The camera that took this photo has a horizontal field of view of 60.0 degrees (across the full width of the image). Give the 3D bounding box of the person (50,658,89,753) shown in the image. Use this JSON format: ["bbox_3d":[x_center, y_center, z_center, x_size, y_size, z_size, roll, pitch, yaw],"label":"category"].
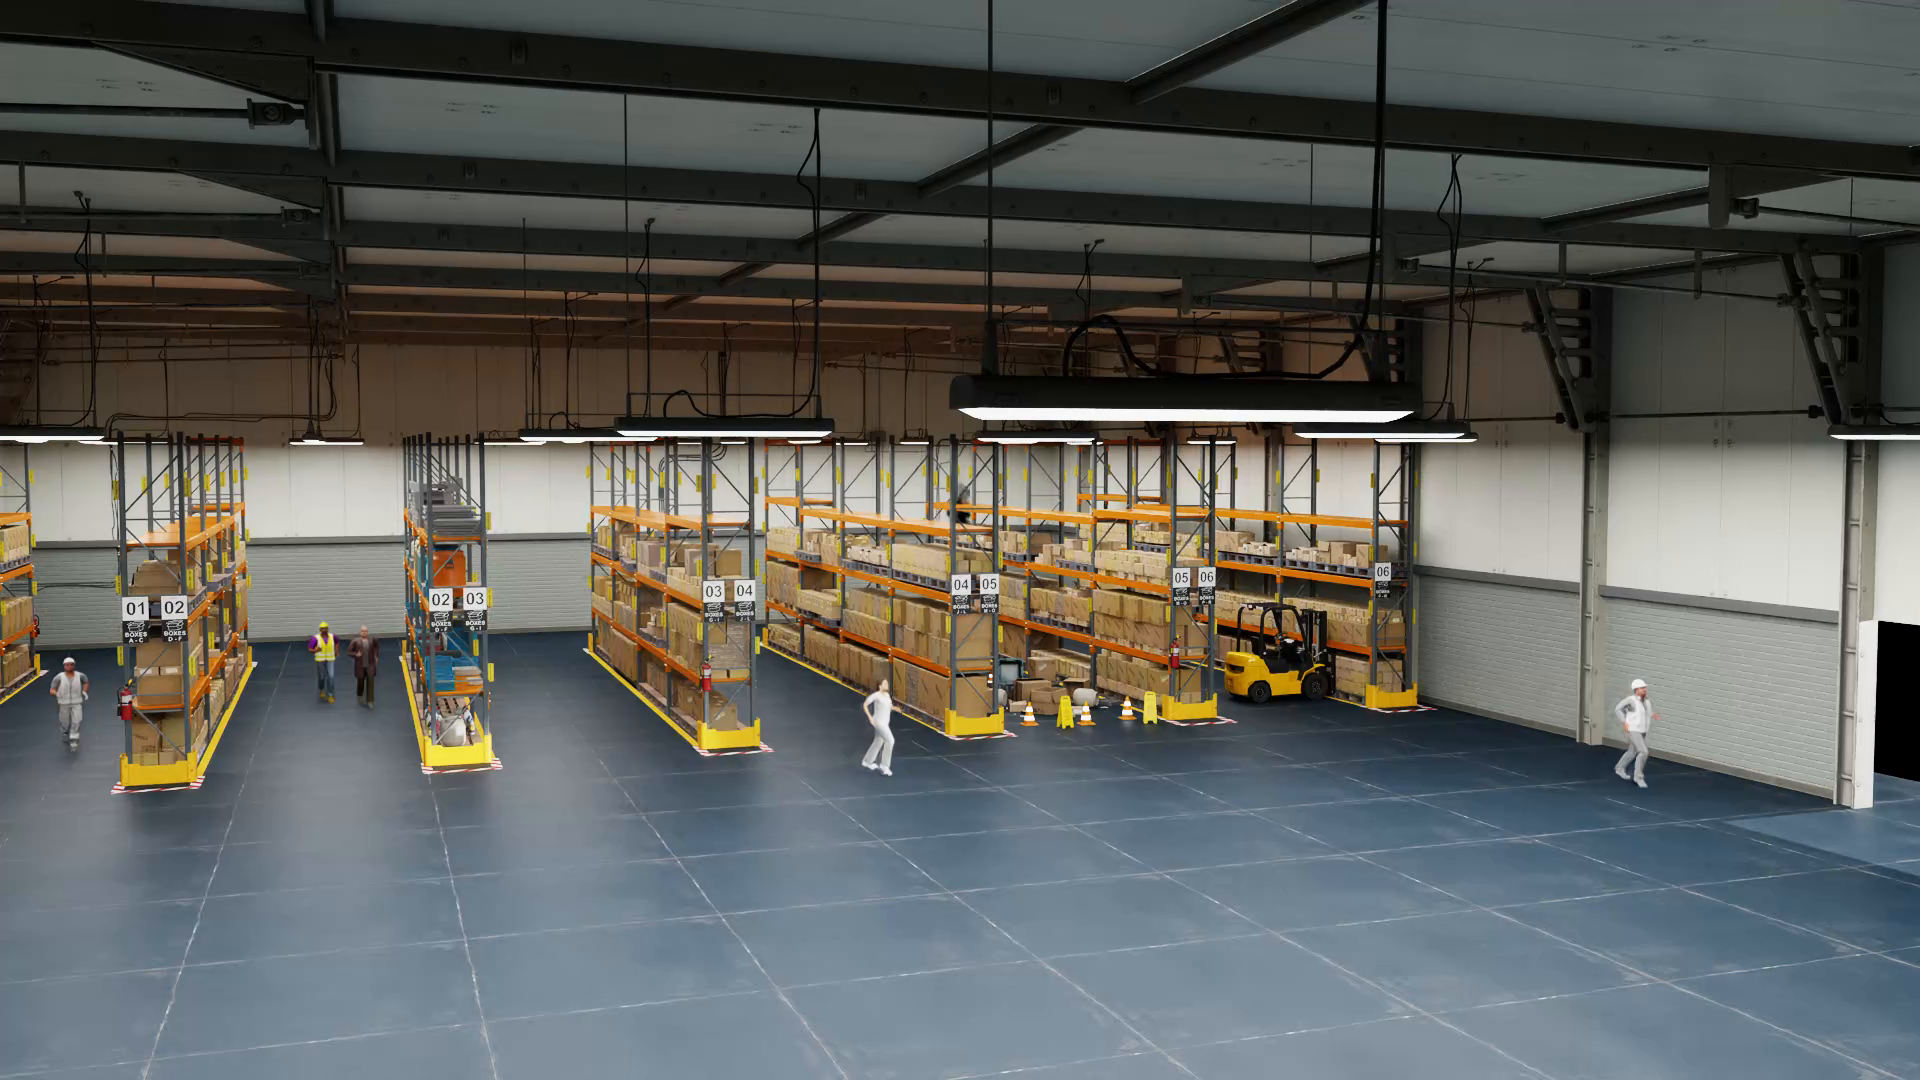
[{"bbox_3d":[-16.696,3.089,31.225,0.658,1.768,0.971,-2,4,-34],"label":"person"}]

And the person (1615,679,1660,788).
[{"bbox_3d":[11.501,3.268,28.283,0.651,1.828,0.788,-2,4,-35],"label":"person"}]

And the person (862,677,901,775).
[{"bbox_3d":[-1.398,3.274,29.322,0.747,1.721,0.553,1,3,21],"label":"person"}]

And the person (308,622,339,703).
[{"bbox_3d":[-14.305,2.740,37.438,0.692,1.786,0.918,-2,4,-29],"label":"person"}]

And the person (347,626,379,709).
[{"bbox_3d":[-13.095,2.781,36.565,0.708,1.777,1.050,-2,4,-29],"label":"person"}]
